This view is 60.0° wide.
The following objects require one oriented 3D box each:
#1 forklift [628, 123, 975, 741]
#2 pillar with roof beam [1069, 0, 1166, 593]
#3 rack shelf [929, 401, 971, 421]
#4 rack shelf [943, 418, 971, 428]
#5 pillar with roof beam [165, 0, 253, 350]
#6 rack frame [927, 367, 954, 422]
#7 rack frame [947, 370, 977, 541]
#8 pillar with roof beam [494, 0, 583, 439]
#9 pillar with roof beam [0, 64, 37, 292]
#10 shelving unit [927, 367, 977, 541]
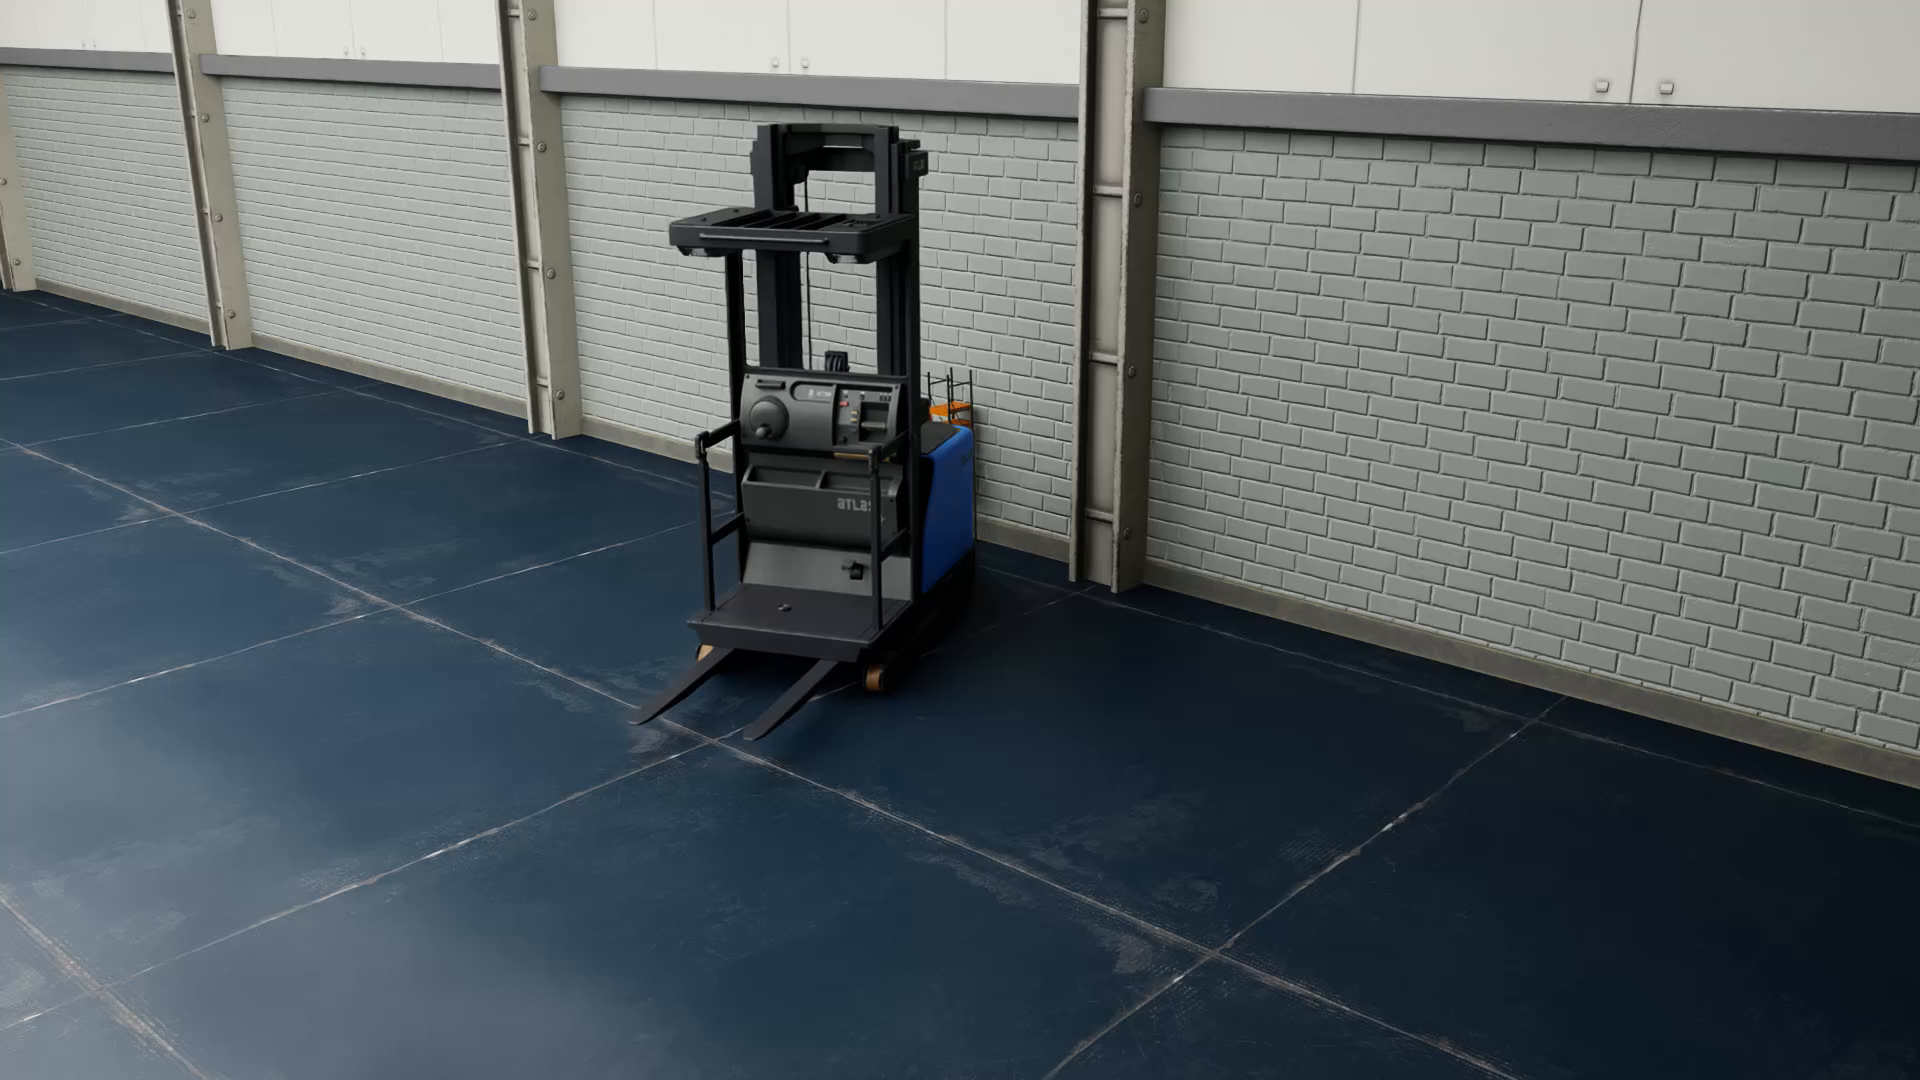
[{"bbox_3d":[-0.835,-0.702,8.978,1.130,2.935,3.031,5,18,17],"label":"forklift"},{"bbox_3d":[-1.905,-3.051,6.349,0.400,9.000,9.100,15,23,39],"label":"pillar with roof beam"},{"bbox_3d":[-0.061,-0.869,11.312,0.180,0.103,0.258,13,22,43],"label":"rack shelf"},{"bbox_3d":[-0.057,-0.754,11.345,0.180,0.103,0.258,13,22,43],"label":"rack shelf"},{"bbox_3d":[-10.880,-5.460,13.941,0.400,9.000,9.100,15,23,39],"label":"pillar with roof beam"},{"bbox_3d":[-0.117,-0.581,11.460,0.006,1.200,0.240,13,22,43],"label":"rack frame"},{"bbox_3d":[0.015,-0.550,11.336,0.006,1.200,0.240,13,22,43],"label":"rack frame"},{"bbox_3d":[-6.392,-4.256,10.145,0.400,9.000,9.100,15,23,39],"label":"pillar with roof beam"},{"bbox_3d":[-15.368,-6.665,17.737,0.400,9.000,9.100,15,23,39],"label":"pillar with roof beam"},{"bbox_3d":[-0.051,-0.566,11.398,0.189,1.200,0.258,13,22,43],"label":"shelving unit"}]
